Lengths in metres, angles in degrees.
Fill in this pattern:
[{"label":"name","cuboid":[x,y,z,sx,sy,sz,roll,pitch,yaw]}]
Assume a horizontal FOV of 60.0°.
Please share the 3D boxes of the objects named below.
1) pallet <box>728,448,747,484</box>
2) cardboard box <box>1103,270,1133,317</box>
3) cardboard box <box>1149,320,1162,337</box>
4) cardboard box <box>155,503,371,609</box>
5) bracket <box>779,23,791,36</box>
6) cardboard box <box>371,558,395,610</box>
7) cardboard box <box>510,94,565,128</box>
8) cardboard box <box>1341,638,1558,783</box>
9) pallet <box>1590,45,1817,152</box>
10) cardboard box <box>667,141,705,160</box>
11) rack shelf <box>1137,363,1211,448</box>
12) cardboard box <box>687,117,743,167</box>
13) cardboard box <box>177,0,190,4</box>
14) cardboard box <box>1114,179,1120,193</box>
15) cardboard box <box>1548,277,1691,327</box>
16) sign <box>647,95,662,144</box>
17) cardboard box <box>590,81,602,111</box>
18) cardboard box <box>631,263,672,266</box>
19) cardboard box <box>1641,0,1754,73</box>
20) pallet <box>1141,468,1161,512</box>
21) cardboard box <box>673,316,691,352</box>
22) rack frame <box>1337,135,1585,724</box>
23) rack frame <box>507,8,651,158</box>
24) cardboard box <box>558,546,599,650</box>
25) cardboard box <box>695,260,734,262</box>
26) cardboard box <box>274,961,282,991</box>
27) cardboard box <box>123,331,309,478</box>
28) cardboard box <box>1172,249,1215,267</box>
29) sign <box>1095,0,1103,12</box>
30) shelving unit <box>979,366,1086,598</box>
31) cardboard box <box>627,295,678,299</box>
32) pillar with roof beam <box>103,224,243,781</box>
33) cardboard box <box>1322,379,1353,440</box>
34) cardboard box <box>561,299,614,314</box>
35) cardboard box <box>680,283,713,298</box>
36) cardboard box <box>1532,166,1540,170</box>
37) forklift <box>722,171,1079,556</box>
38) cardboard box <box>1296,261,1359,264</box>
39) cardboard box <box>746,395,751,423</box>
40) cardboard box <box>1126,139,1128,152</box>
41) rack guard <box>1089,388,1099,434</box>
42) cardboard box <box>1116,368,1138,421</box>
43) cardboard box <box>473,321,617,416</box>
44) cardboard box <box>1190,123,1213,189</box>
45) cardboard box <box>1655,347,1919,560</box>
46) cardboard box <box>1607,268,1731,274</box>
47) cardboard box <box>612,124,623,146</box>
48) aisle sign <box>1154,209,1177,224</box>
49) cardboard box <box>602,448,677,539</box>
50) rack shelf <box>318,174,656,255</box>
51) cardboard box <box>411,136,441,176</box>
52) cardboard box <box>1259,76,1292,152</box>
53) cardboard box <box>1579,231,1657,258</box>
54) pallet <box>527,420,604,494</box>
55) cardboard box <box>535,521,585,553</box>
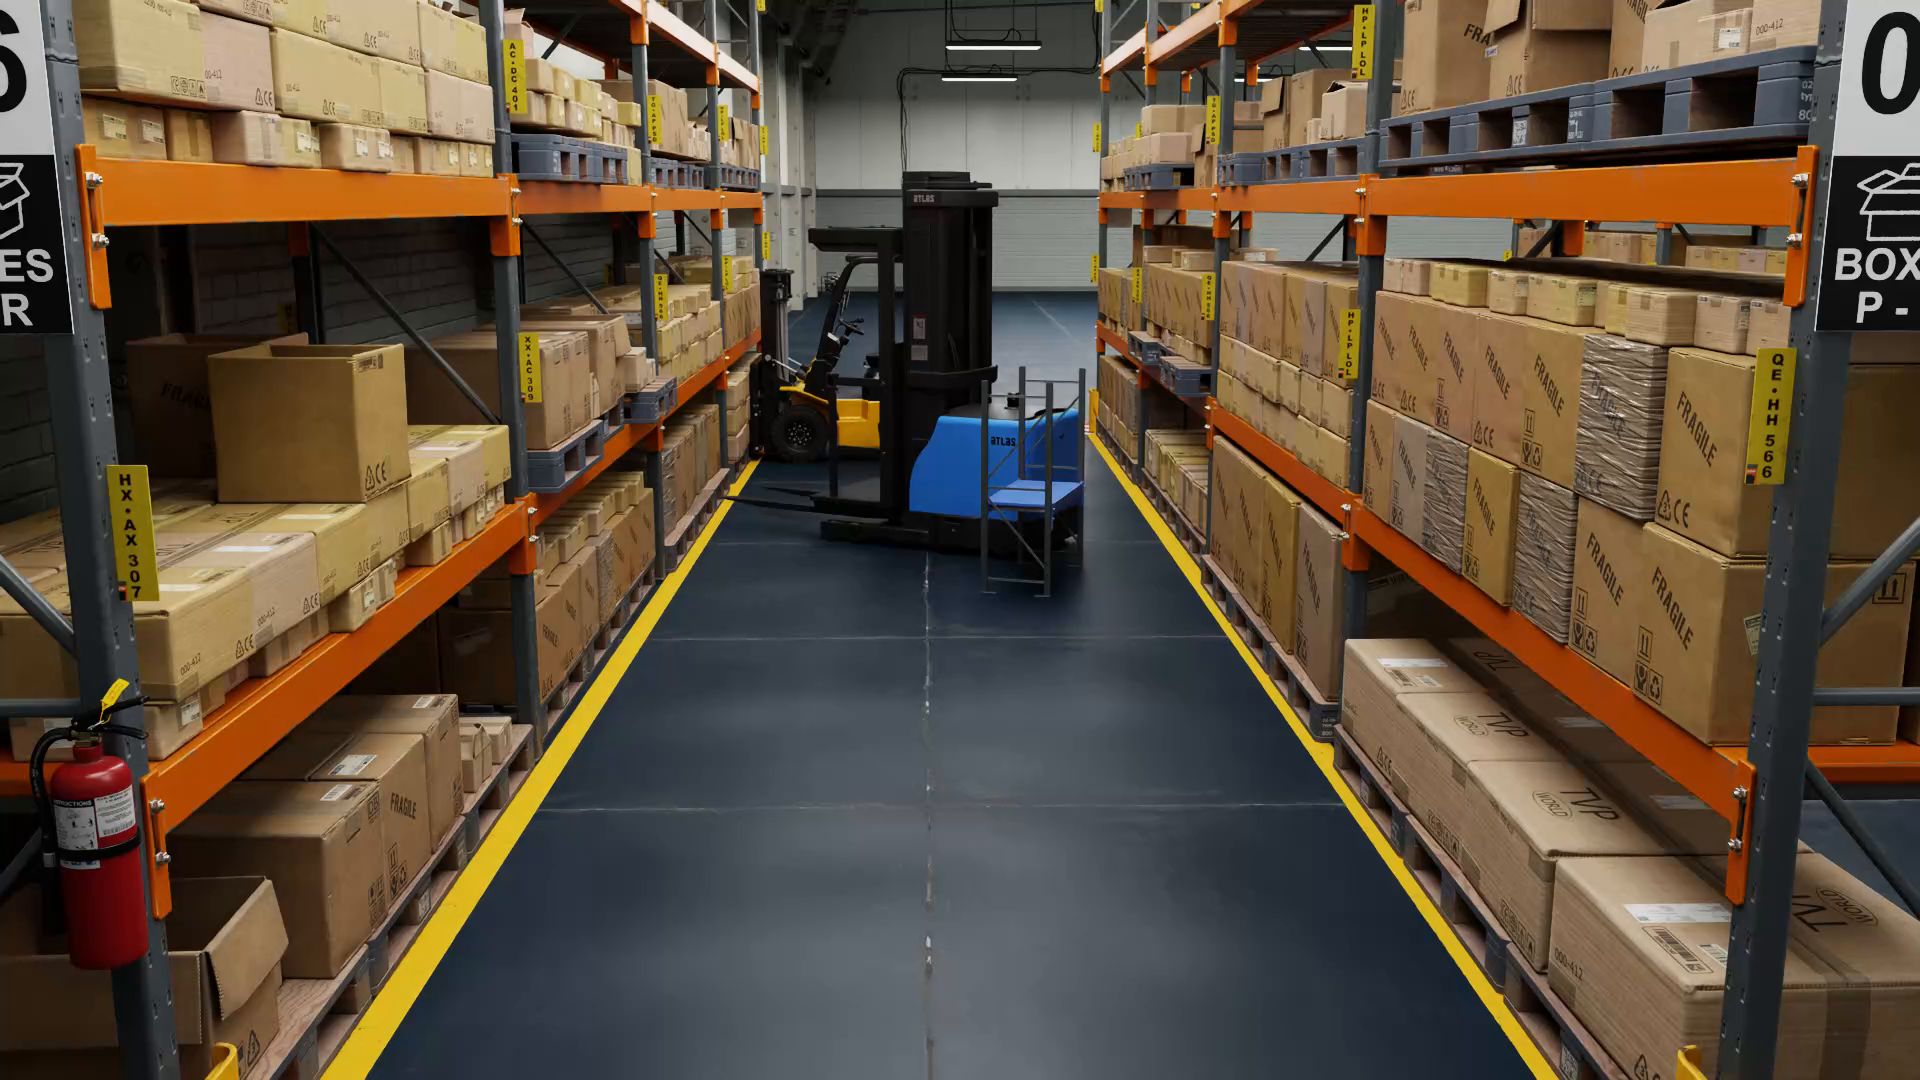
[{"label":"pallet","cuboid":[-2.712,-0.765,16.800,1.003,0.211,1.213,0,11,-1]},{"label":"cardboard box","cuboid":[1.889,-2.786,18.749,0.500,0.500,0.500,0,11,1]},{"label":"cardboard box","cuboid":[1.917,-1.916,15.037,0.380,0.149,0.250,0,11,0]},{"label":"cardboard box","cuboid":[-2.254,0.047,5.410,0.500,0.250,0.500,0,11,-2]},{"label":"bracket","cuboid":[-3.715,-10.828,35.244,0.235,0.232,0.430,0,11,-1]},{"label":"cardboard box","cuboid":[-2.225,0.160,5.858,0.380,0.149,0.250,0,11,0]},{"label":"cardboard box","cuboid":[-2.151,-2.098,8.134,0.380,0.149,0.250,0,11,-1]},{"label":"cardboard box","cuboid":[2.296,0.771,7.603,0.875,0.438,0.875,0,11,-2]},{"label":"pallet","cuboid":[2.447,-1.183,4.526,1.003,0.211,1.213,0,11,-1]},{"label":"cardboard box","cuboid":[-2.411,-3.358,14.346,0.380,0.149,0.250,0,11,-1]},{"label":"rack shelf","cuboid":[2.267,-1.244,13.958,1.077,0.370,4.000,0,11,-1]},{"label":"cardboard box","cuboid":[-2.672,-4.137,17.293,0.797,0.503,0.637,0,11,1]},{"label":"cardboard box","cuboid":[-2.247,-1.465,4.062,0.500,0.250,0.500,0,11,-2]},{"label":"cardboard box","cuboid":[1.855,-3.813,17.895,0.380,0.149,0.250,0,11,-1]},{"label":"cardboard box","cuboid":[2.184,-0.790,5.511,0.380,0.149,0.250,0,11,0]},{"label":"sign","cuboid":[-2.112,-2.904,11.482,0.100,0.325,0.005,0,11,-1]},{"label":"cardboard box","cuboid":[-2.230,-2.498,9.358,0.380,0.149,0.250,0,11,-1]},{"label":"cardboard box","cuboid":[-3.096,-2.700,16.695,0.380,0.149,0.250,0,11,-2]},{"label":"cardboard box","cuboid":[2.492,-1.588,5.215,0.500,0.311,0.500,0,11,0]},{"label":"pallet","cuboid":[2.243,-0.473,15.361,1.003,0.211,1.213,0,11,-1]},{"label":"cardboard box","cuboid":[-2.422,-1.643,13.232,0.500,0.250,0.500,-1,11,-3]},{"label":"rack frame","cuboid":[2.391,-0.404,8.008,1.000,3.000,0.127,0,11,-1]},{"label":"rack frame","cuboid":[-2.655,-4.118,11.226,1.000,3.000,0.127,0,11,-1]},{"label":"cardboard box","cuboid":[-2.384,0.334,9.600,0.500,0.500,0.500,-1,11,-3]},{"label":"cardboard box","cuboid":[-2.576,-2.856,17.461,0.380,0.149,0.250,0,11,-1]},{"label":"cardboard box","cuboid":[-2.377,1.397,5.244,0.380,0.149,0.250,-1,11,-3]},{"label":"cardboard box","cuboid":[-2.807,-0.526,6.350,0.500,0.500,0.500,-1,11,-3]},{"label":"cardboard box","cuboid":[2.007,-2.403,14.170,0.380,0.149,0.250,0,11,2]},{"label":"sign","cuboid":[1.600,-6.224,19.058,0.100,0.325,0.005,0,11,-1]},{"label":"shelving unit","cuboid":[0.536,-0.446,11.986,0.538,1.500,1.048,3,12,16]},{"label":"cardboard box","cuboid":[-2.506,-1.918,13.584,0.380,0.149,0.250,0,11,-1]},{"label":"pillar with roof beam","cuboid":[0.845,-3.199,6.694,9.100,9.000,0.400,0,11,-1]},{"label":"cardboard box","cuboid":[2.138,-0.662,8.400,0.500,0.250,0.500,0,11,-1]},{"label":"cardboard box","cuboid":[-2.928,-1.813,13.069,0.380,0.149,0.250,0,11,-1]},{"label":"cardboard box","cuboid":[-2.481,-2.405,15.985,0.380,0.149,0.250,0,11,-2]},{"label":"cardboard box","cuboid":[6.782,-4.312,19.048,0.380,0.149,0.250,0,11,-1]},{"label":"forklift","cuboid":[-0.554,-1.496,13.563,3.031,2.935,1.130,6,13,28]},{"label":"cardboard box","cuboid":[2.580,-1.637,11.316,0.500,0.500,0.500,-1,11,-3]},{"label":"cardboard box","cuboid":[-2.450,-1.374,17.391,0.500,0.250,0.500,0,11,-2]},{"label":"cardboard box","cuboid":[1.906,-4.052,17.070,0.380,0.149,0.250,0,11,0]},{"label":"rack guard","cuboid":[2.144,-1.550,19.940,1.175,0.500,0.348,0,11,-1]},{"label":"cardboard box","cuboid":[1.921,-1.539,17.576,0.500,0.500,0.500,0,11,2]},{"label":"cardboard box","cuboid":[-2.385,-0.994,9.607,0.700,0.500,0.500,0,11,-1]},{"label":"cardboard box","cuboid":[2.248,-3.023,13.113,0.797,0.503,0.637,0,11,-1]},{"label":"cardboard box","cuboid":[2.225,-0.243,4.447,0.500,0.500,0.500,0,11,1]},{"label":"cardboard box","cuboid":[2.678,-0.947,6.285,0.380,0.149,0.250,0,11,-2]},{"label":"cardboard box","cuboid":[-2.421,-2.649,10.903,0.380,0.149,0.250,-1,11,-2]},{"label":"aisle sign","cuboid":[2.431,-4.077,19.574,0.394,0.787,0.004,0,11,-1]},{"label":"cardboard box","cuboid":[-2.654,-0.344,12.629,0.875,0.625,0.625,0,11,1]},{"label":"rack shelf","cuboid":[-2.613,-1.898,9.637,1.077,0.370,4.000,0,11,-1]},{"label":"cardboard box","cuboid":[-2.270,-1.509,6.540,0.380,0.149,0.250,0,11,-1]},{"label":"cardboard box","cuboid":[2.467,-2.852,11.210,0.797,0.503,0.637,-1,12,-5]},{"label":"cardboard box","cuboid":[7.179,-3.033,17.873,0.875,0.550,0.500,0,11,-1]},{"label":"pallet","cuboid":[-2.479,-0.448,8.708,1.003,0.211,1.213,0,11,-1]},{"label":"cardboard box","cuboid":[-2.403,-0.014,9.681,0.380,0.149,0.250,0,11,1]}]
